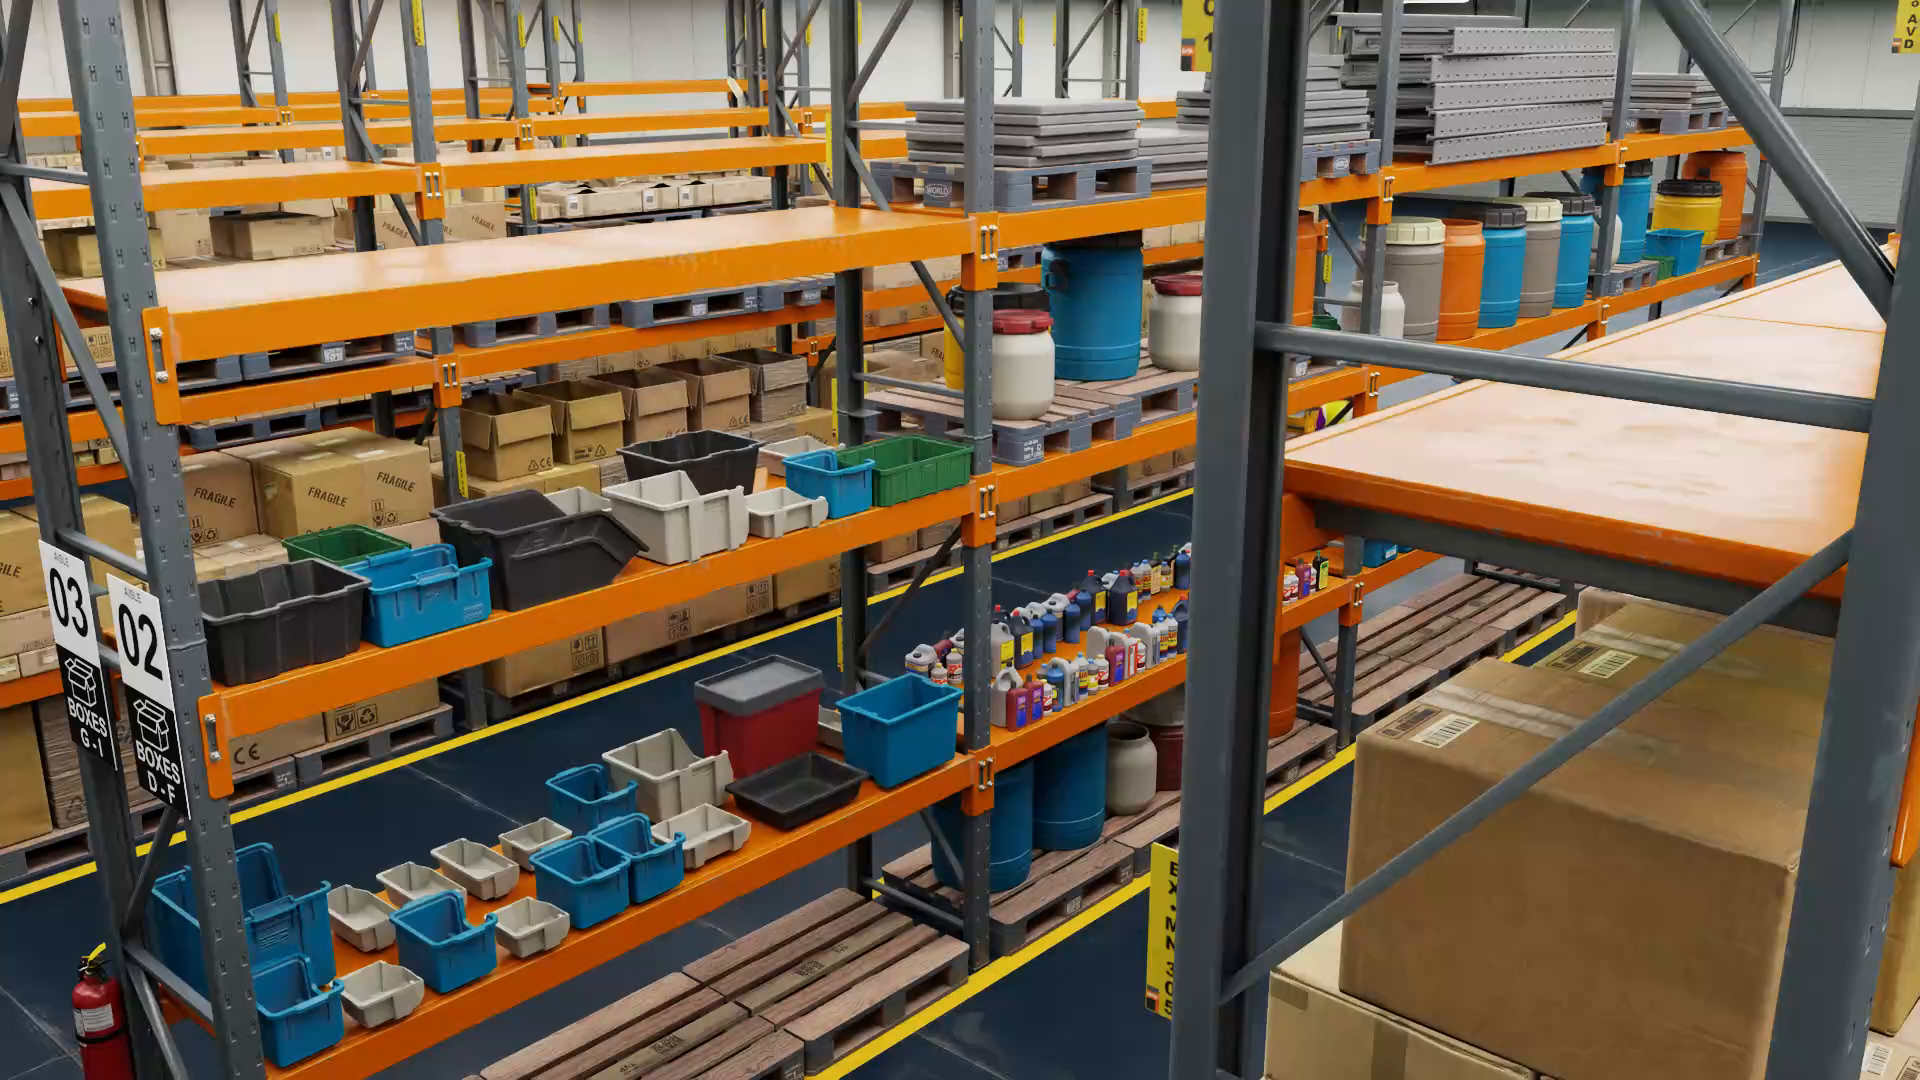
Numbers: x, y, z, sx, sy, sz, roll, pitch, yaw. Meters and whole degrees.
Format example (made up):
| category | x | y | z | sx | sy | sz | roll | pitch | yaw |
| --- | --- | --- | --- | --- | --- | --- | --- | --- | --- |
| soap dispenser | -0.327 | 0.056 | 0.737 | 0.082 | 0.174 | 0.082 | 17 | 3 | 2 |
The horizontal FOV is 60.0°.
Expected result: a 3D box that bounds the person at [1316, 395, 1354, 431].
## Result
| category | x | y | z | sx | sy | sz | roll | pitch | yaw |
| --- | --- | --- | --- | --- | --- | --- | --- | --- | --- |
| person | 3.899 | -0.793 | 16.634 | 0.757 | 1.797 | 0.586 | -13 | 21 | -37 |
